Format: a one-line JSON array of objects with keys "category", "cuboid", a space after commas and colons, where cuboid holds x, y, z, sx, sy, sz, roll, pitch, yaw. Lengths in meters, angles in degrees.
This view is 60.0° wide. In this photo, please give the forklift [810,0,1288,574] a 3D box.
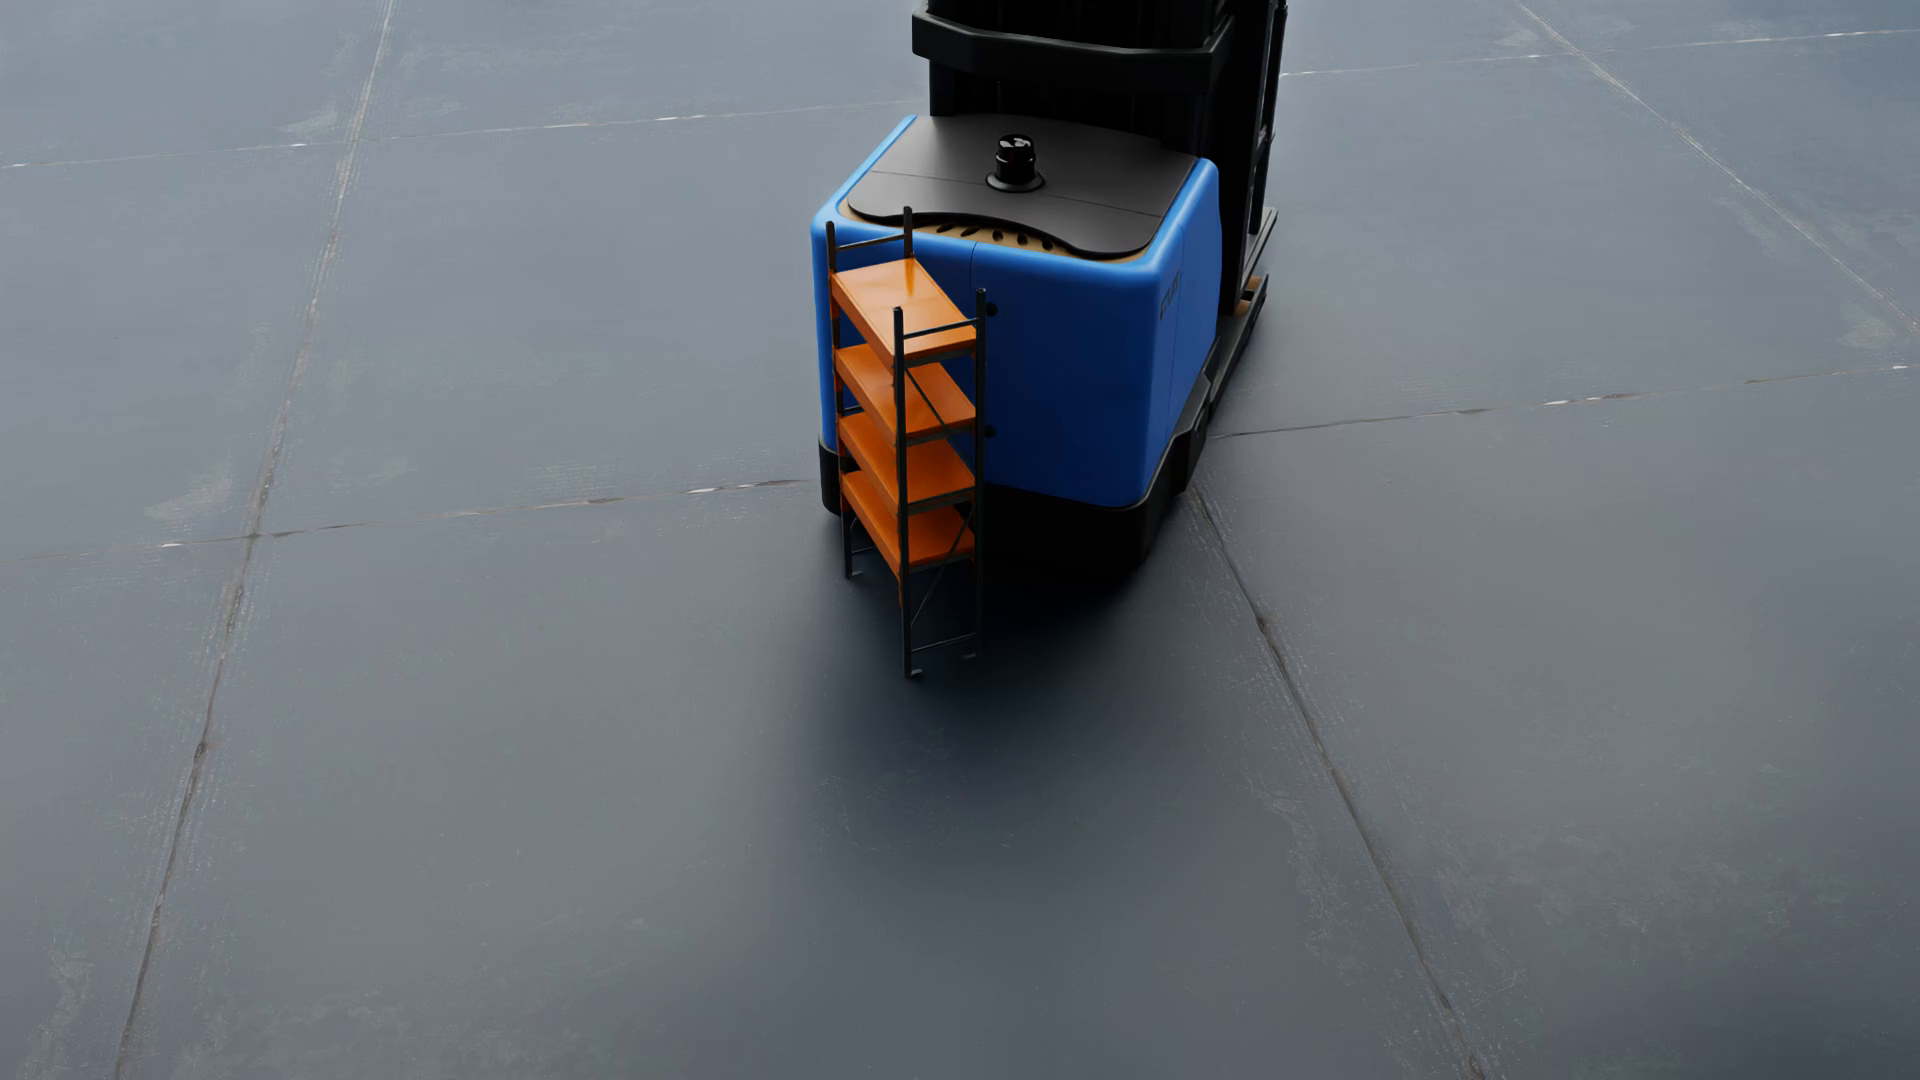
[{"category": "forklift", "cuboid": [0.532, -1.962, 5.386, 1.130, 2.935, 3.031, 12, 39, 15]}]

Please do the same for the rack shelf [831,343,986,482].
[{"category": "rack shelf", "cuboid": [-0.145, -0.374, 4.498, 0.258, 0.148, 0.480, -15, 40, -18]}]

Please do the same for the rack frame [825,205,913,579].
[{"category": "rack frame", "cuboid": [-0.241, -0.388, 4.771, 0.240, 1.200, 0.015, -15, 40, -18]}]

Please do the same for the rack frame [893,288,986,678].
[{"category": "rack frame", "cuboid": [-0.049, -0.113, 4.417, 0.240, 1.200, 0.015, -15, 40, -18]}]

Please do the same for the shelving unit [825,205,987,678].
[{"category": "shelving unit", "cuboid": [-0.145, -0.250, 4.594, 0.258, 1.200, 0.503, -15, 40, -18]}]

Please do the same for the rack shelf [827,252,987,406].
[{"category": "rack shelf", "cuboid": [-0.145, -0.561, 4.353, 0.258, 0.148, 0.480, -15, 40, -18]}]

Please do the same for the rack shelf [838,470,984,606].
[{"category": "rack shelf", "cuboid": [-0.145, -0.040, 4.757, 0.258, 0.148, 0.480, -15, 40, -18]}]

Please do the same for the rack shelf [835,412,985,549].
[{"category": "rack shelf", "cuboid": [-0.145, -0.197, 4.635, 0.258, 0.148, 0.480, -15, 40, -18]}]
